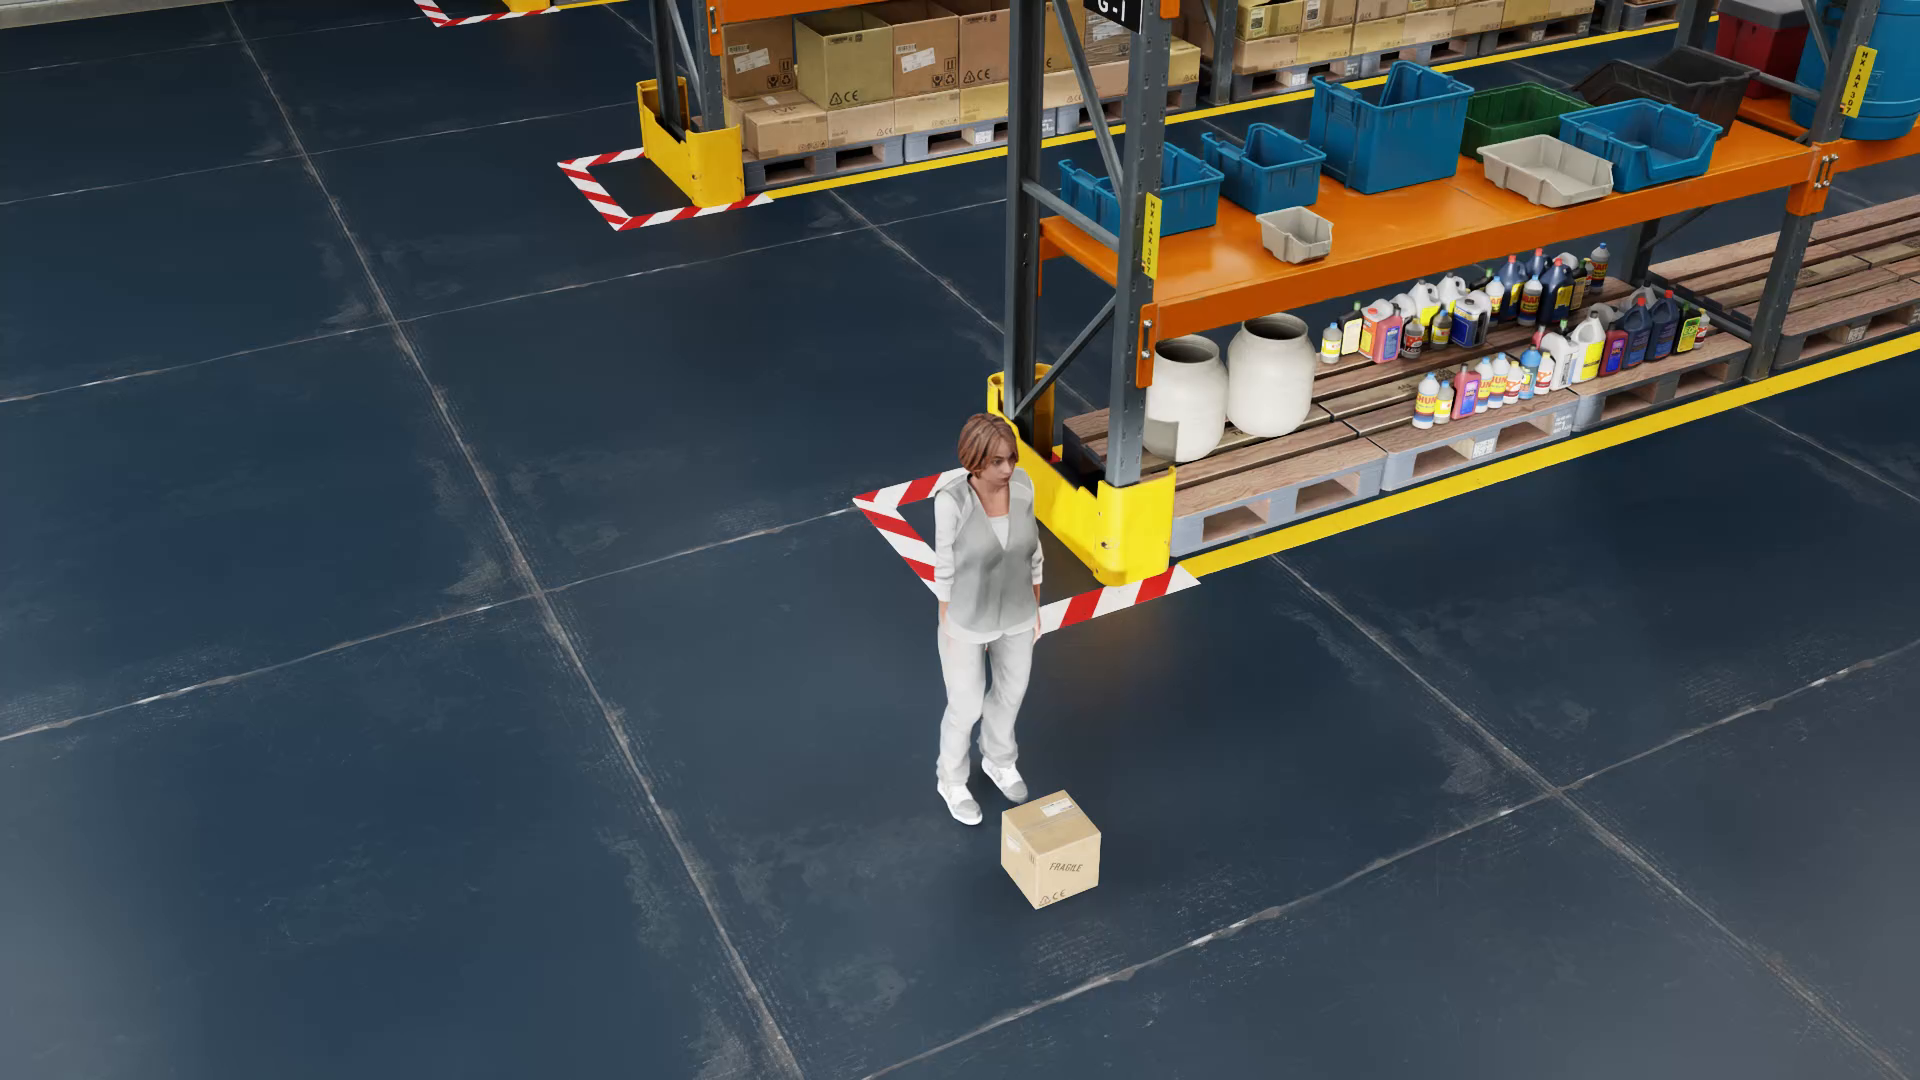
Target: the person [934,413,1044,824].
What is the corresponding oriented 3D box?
[{"bbox_3d":[0.102,0.283,5.745,0.405,1.620,0.316,-15,36,-22],"label":"person"}]
